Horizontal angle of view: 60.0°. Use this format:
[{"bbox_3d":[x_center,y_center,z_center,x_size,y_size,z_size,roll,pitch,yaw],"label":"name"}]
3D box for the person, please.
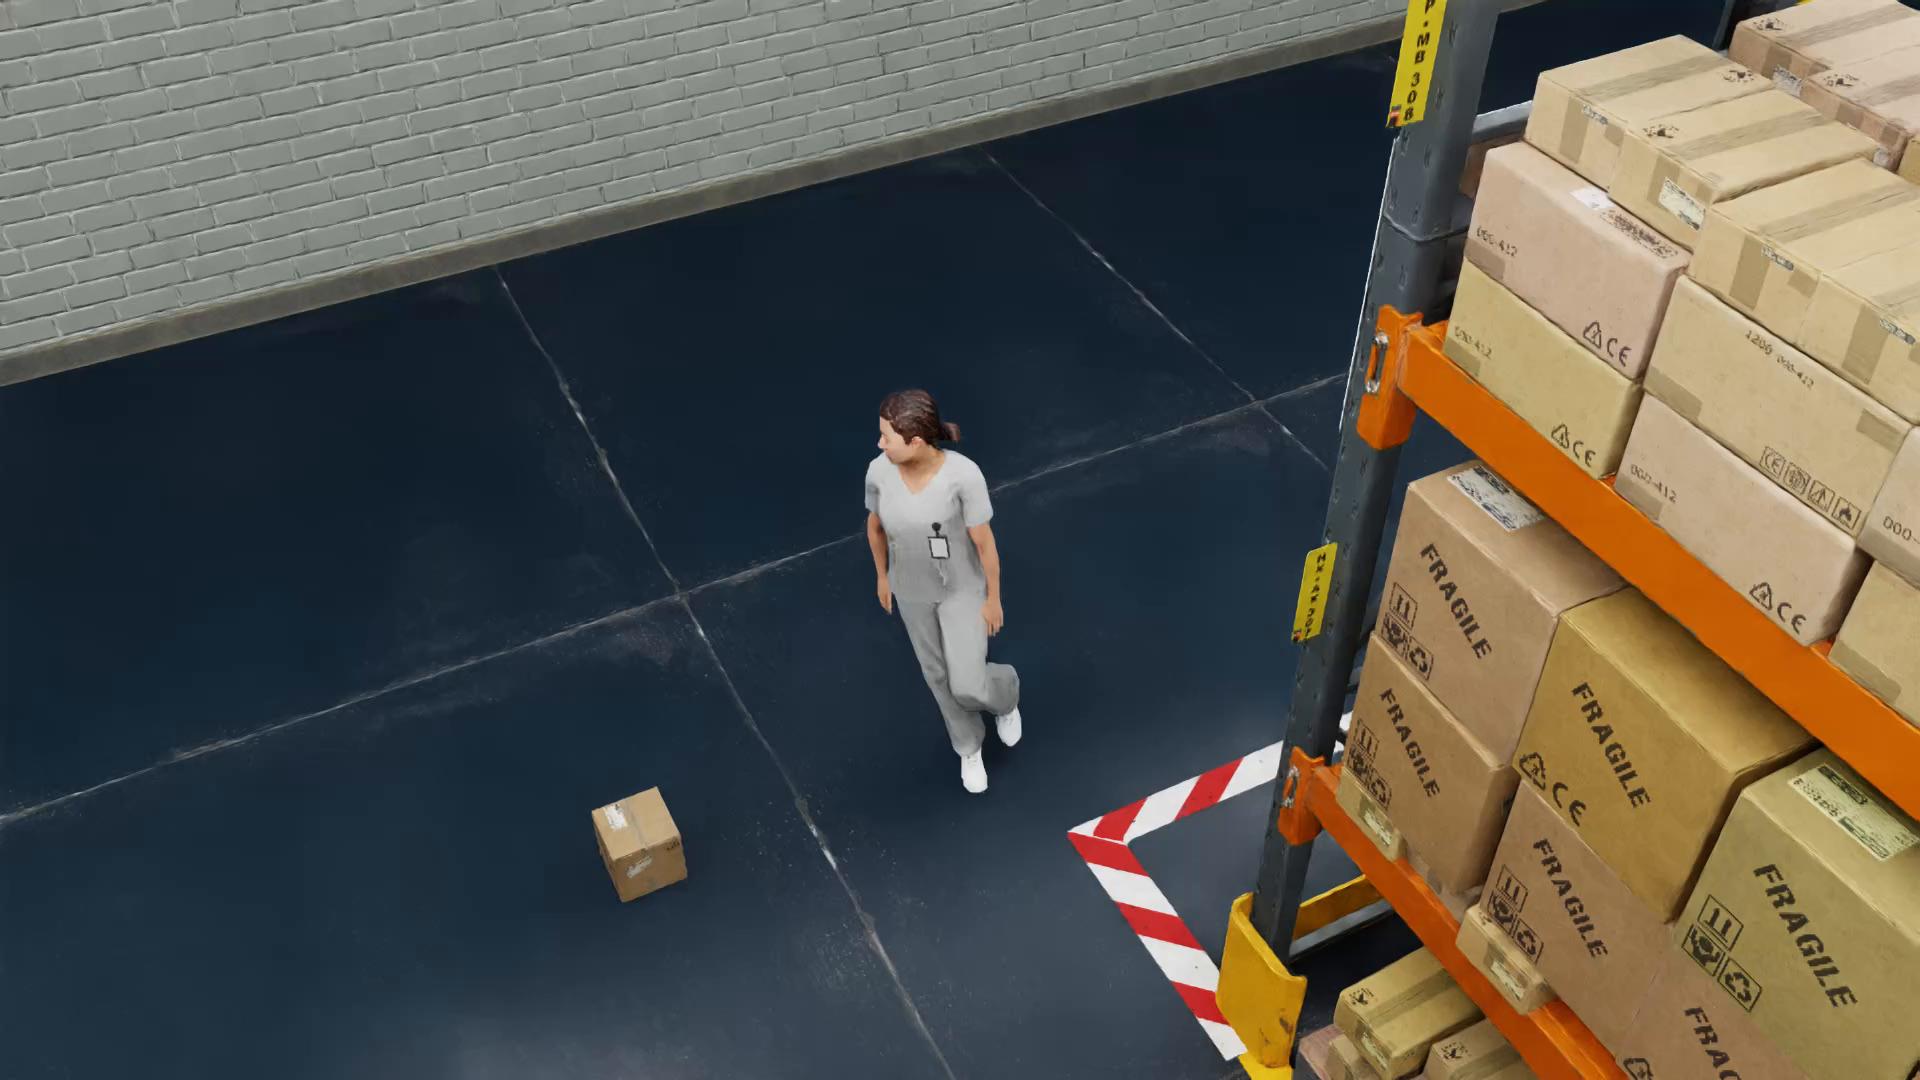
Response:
[{"bbox_3d":[-0.082,0.221,5.905,0.617,1.661,0.469,12,43,13],"label":"person"}]
